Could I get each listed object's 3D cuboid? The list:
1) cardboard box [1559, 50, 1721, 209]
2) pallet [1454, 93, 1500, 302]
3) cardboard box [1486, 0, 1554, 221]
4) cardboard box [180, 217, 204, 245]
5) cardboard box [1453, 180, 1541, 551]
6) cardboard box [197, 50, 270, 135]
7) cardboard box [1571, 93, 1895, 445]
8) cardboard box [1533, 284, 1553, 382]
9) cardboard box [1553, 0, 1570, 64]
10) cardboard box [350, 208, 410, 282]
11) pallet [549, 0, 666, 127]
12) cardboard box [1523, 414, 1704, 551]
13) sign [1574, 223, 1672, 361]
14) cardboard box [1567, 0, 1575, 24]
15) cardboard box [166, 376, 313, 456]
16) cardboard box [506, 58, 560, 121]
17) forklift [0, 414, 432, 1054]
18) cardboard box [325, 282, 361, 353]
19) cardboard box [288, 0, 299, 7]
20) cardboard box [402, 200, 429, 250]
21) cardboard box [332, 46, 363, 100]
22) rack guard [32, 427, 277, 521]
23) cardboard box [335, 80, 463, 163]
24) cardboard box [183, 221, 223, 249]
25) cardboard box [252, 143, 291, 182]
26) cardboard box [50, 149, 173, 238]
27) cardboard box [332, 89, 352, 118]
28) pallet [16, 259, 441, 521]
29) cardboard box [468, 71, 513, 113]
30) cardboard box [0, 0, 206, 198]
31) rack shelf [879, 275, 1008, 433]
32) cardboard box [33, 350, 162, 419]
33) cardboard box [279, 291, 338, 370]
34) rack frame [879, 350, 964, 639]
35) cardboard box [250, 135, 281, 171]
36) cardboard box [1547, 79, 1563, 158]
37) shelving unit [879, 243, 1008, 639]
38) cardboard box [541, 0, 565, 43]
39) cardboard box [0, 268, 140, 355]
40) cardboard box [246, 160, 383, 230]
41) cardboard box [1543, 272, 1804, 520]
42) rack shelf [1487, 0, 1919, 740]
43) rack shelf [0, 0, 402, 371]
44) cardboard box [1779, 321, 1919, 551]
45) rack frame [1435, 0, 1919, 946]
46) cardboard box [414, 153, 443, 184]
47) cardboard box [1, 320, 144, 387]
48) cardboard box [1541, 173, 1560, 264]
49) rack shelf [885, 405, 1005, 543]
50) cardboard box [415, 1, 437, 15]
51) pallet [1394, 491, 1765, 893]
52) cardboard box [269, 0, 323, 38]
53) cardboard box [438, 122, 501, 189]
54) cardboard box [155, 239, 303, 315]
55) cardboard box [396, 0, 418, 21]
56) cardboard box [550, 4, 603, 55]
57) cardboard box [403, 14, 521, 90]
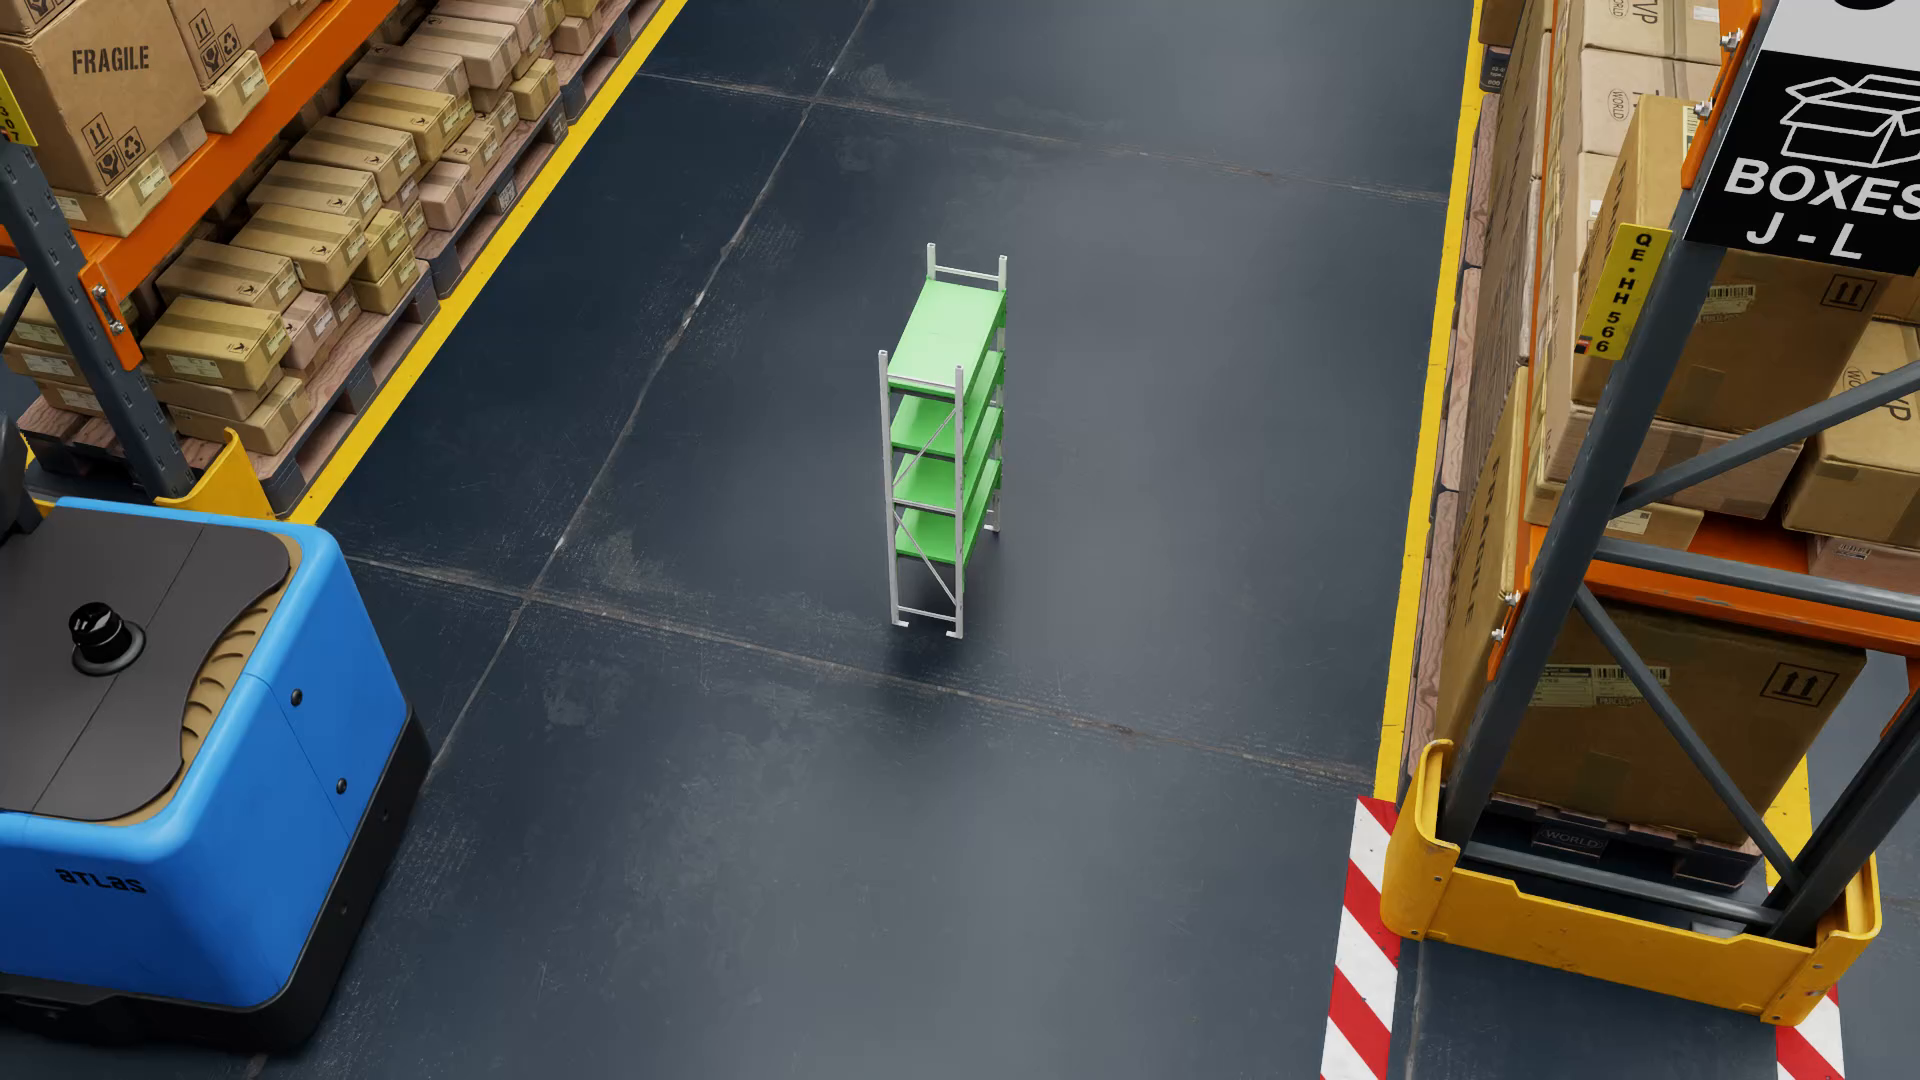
[{"bbox_3d":[1.951,-1.087,4.610,0.500,0.250,0.500,10,49,9],"label":"cardboard box"},{"bbox_3d":[2.589,-1.336,6.788,1.003,0.211,1.213,12,50,10],"label":"pallet"},{"bbox_3d":[2.614,-1.767,6.446,0.875,0.875,0.875,12,50,10],"label":"cardboard box"},{"bbox_3d":[-2.985,-1.160,5.998,0.380,0.149,0.250,11,49,9],"label":"cardboard box"},{"bbox_3d":[2.142,-0.473,5.304,0.875,0.875,0.875,12,50,10],"label":"cardboard box"},{"bbox_3d":[-2.396,-1.415,5.165,0.380,0.149,0.250,10,49,9],"label":"cardboard box"},{"bbox_3d":[1.686,-0.601,3.681,0.500,0.500,0.500,12,50,10],"label":"cardboard box"},{"bbox_3d":[1.722,-0.510,4.367,0.380,0.149,0.250,12,50,10],"label":"cardboard box"},{"bbox_3d":[2.125,-1.624,5.350,0.380,0.149,0.250,12,50,10],"label":"cardboard box"},{"bbox_3d":[-2.283,-1.120,6.161,0.380,0.149,0.250,13,50,11],"label":"cardboard box"},{"bbox_3d":[-2.037,-2.430,7.753,1.003,0.211,1.213,12,50,10],"label":"pallet"},{"bbox_3d":[1.588,-0.139,4.040,0.380,0.149,0.250,12,50,11],"label":"cardboard box"},{"bbox_3d":[1.292,-0.479,3.241,0.100,0.325,0.005,12,50,10],"label":"sign"},{"bbox_3d":[2.221,-1.819,5.257,0.500,0.250,0.500,13,50,11],"label":"cardboard box"},{"bbox_3d":[-2.500,-0.463,5.780,0.380,0.149,0.250,12,50,11],"label":"cardboard box"},{"bbox_3d":[-1.941,-1.941,7.084,0.380,0.149,0.250,11,50,10],"label":"cardboard box"},{"bbox_3d":[-3.171,-0.099,3.882,3.031,2.935,1.130,6,49,6],"label":"forklift"},{"bbox_3d":[-2.451,-0.850,6.121,0.380,0.149,0.250,12,50,10],"label":"cardboard box"},{"bbox_3d":[-2.305,-2.098,5.335,0.500,0.500,0.500,12,50,11],"label":"cardboard box"},{"bbox_3d":[-2.303,-1.216,6.444,0.380,0.149,0.250,12,50,10],"label":"cardboard box"},{"bbox_3d":[-2.621,-1.904,6.654,0.380,0.149,0.250,12,50,10],"label":"cardboard box"},{"bbox_3d":[-2.927,-0.180,5.575,1.175,0.500,0.348,12,50,10],"label":"rack guard"},{"bbox_3d":[-2.154,-1.612,6.397,0.380,0.149,0.250,12,50,11],"label":"cardboard box"},{"bbox_3d":[-2.948,-1.060,6.108,0.380,0.149,0.250,10,49,8],"label":"cardboard box"},{"bbox_3d":[-2.824,-1.437,6.441,0.380,0.149,0.250,12,50,11],"label":"cardboard box"},{"bbox_3d":[-2.545,-1.038,4.833,0.380,0.149,0.250,11,50,10],"label":"cardboard box"},{"bbox_3d":[-2.693,-1.824,6.782,0.380,0.149,0.250,12,50,10],"label":"cardboard box"},{"bbox_3d":[-2.679,-0.665,6.196,1.003,0.211,1.213,12,50,10],"label":"pallet"},{"bbox_3d":[-2.082,-1.913,6.861,0.380,0.149,0.250,9,49,8],"label":"cardboard box"},{"bbox_3d":[-2.562,-1.354,4.679,0.500,0.500,0.500,14,50,12],"label":"cardboard box"},{"bbox_3d":[-0.044,-0.553,4.883,0.258,0.148,0.480,12,50,10],"label":"rack shelf"},{"bbox_3d":[-3.009,-0.569,5.873,0.380,0.149,0.250,12,50,11],"label":"cardboard box"},{"bbox_3d":[-2.435,-0.761,5.844,0.380,0.149,0.250,11,50,10],"label":"cardboard box"},{"bbox_3d":[-0.108,-0.101,5.039,0.240,1.200,0.015,12,50,10],"label":"rack frame"},{"bbox_3d":[-2.839,-1.540,6.333,0.380,0.149,0.250,13,50,11],"label":"cardboard box"},{"bbox_3d":[1.990,-1.245,5.016,0.380,0.149,0.250,12,50,11],"label":"cardboard box"},{"bbox_3d":[-0.044,-0.277,5.194,0.258,1.200,0.503,12,50,10],"label":"shelving unit"},{"bbox_3d":[-1.944,-2.291,7.194,0.380,0.149,0.250,12,50,10],"label":"cardboard box"},{"bbox_3d":[-3.052,-0.777,5.660,0.380,0.149,0.250,12,50,10],"label":"cardboard box"},{"bbox_3d":[-2.349,-1.232,6.061,0.380,0.149,0.250,9,49,8],"label":"cardboard box"},{"bbox_3d":[1.683,-0.352,3.961,0.500,0.250,0.500,11,49,9],"label":"cardboard box"},{"bbox_3d":[2.338,-1.109,5.207,1.077,0.370,4.000,12,50,10],"label":"rack shelf"},{"bbox_3d":[-2.420,-2.160,6.136,1.077,0.370,4.000,12,50,10],"label":"rack shelf"},{"bbox_3d":[2.198,-0.243,3.865,0.500,0.250,0.500,10,49,9],"label":"cardboard box"},{"bbox_3d":[1.812,0.100,3.661,1.000,3.000,0.127,12,50,10],"label":"rack frame"},{"bbox_3d":[-2.274,-1.535,6.527,0.380,0.149,0.250,14,50,12],"label":"cardboard box"},{"bbox_3d":[-3.083,-0.684,5.776,0.380,0.149,0.250,10,49,9],"label":"cardboard box"},{"bbox_3d":[1.855,-0.878,4.692,0.380,0.149,0.250,11,49,9],"label":"cardboard box"},{"bbox_3d":[-0.044,-0.235,5.242,0.258,0.148,0.480,12,50,10],"label":"rack shelf"},{"bbox_3d":[-2.381,-2.361,7.256,0.380,0.149,0.250,9,49,8],"label":"cardboard box"},{"bbox_3d":[1.947,0.429,5.231,1.003,0.211,1.213,12,50,10],"label":"pallet"},{"bbox_3d":[-2.365,-1.820,5.524,0.380,0.149,0.250,11,50,10],"label":"cardboard box"},{"bbox_3d":[-2.106,-1.585,6.769,0.380,0.149,0.250,12,50,10],"label":"cardboard box"},{"bbox_3d":[-2.525,-0.879,5.750,0.380,0.149,0.250,12,50,11],"label":"cardboard box"},{"bbox_3d":[-2.526,-2.288,6.993,0.380,0.149,0.250,13,50,11],"label":"cardboard box"},{"bbox_3d":[-1.825,-2.314,7.413,0.380,0.149,0.250,10,49,9],"label":"cardboard box"},{"bbox_3d":[-2.009,-1.971,6.713,0.380,0.149,0.250,10,49,9],"label":"cardboard box"}]
